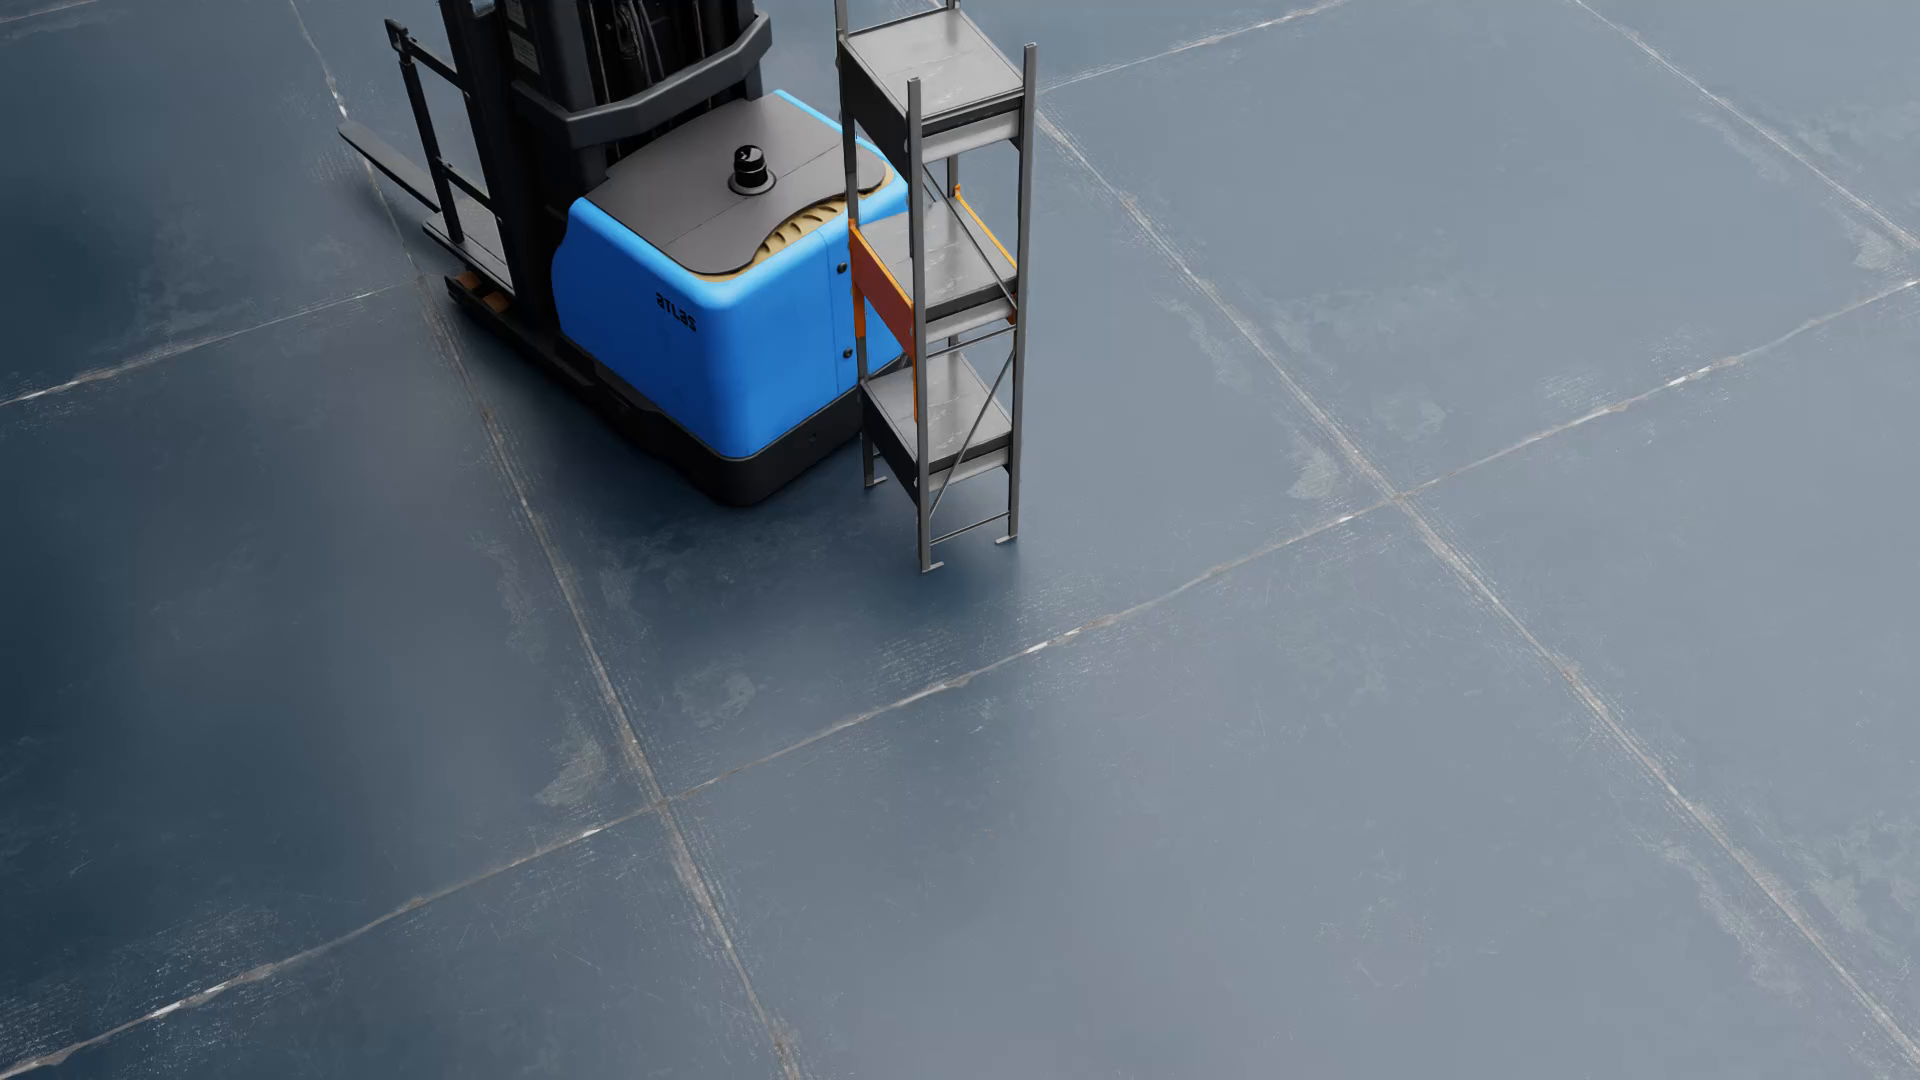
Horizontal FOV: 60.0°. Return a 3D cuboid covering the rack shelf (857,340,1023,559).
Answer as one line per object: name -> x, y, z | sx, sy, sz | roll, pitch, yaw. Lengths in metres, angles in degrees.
rack shelf -> -0.076, -0.332, 6.094 | 0.431, 0.518, 0.480 | -21, 52, -18

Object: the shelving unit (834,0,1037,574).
shelving unit -> -0.076, -0.802, 5.557 | 0.431, 2.100, 0.503 | -21, 52, -18

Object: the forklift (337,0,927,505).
forklift -> -1.536, -2.094, 6.134 | 3.031, 2.935, 1.130 | 36, 58, 27

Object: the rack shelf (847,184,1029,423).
rack shelf -> -0.076, -0.793, 5.567 | 0.431, 0.518, 0.480 | -21, 52, -18

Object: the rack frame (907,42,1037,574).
rack frame -> 0.036, -0.639, 5.414 | 0.400, 2.100, 0.015 | -21, 52, -18

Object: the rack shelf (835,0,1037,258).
rack shelf -> -0.076, -1.254, 5.040 | 0.431, 0.518, 0.480 | -21, 52, -18

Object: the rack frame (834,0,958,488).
rack frame -> -0.187, -0.965, 5.699 | 0.400, 2.100, 0.015 | -21, 52, -18
